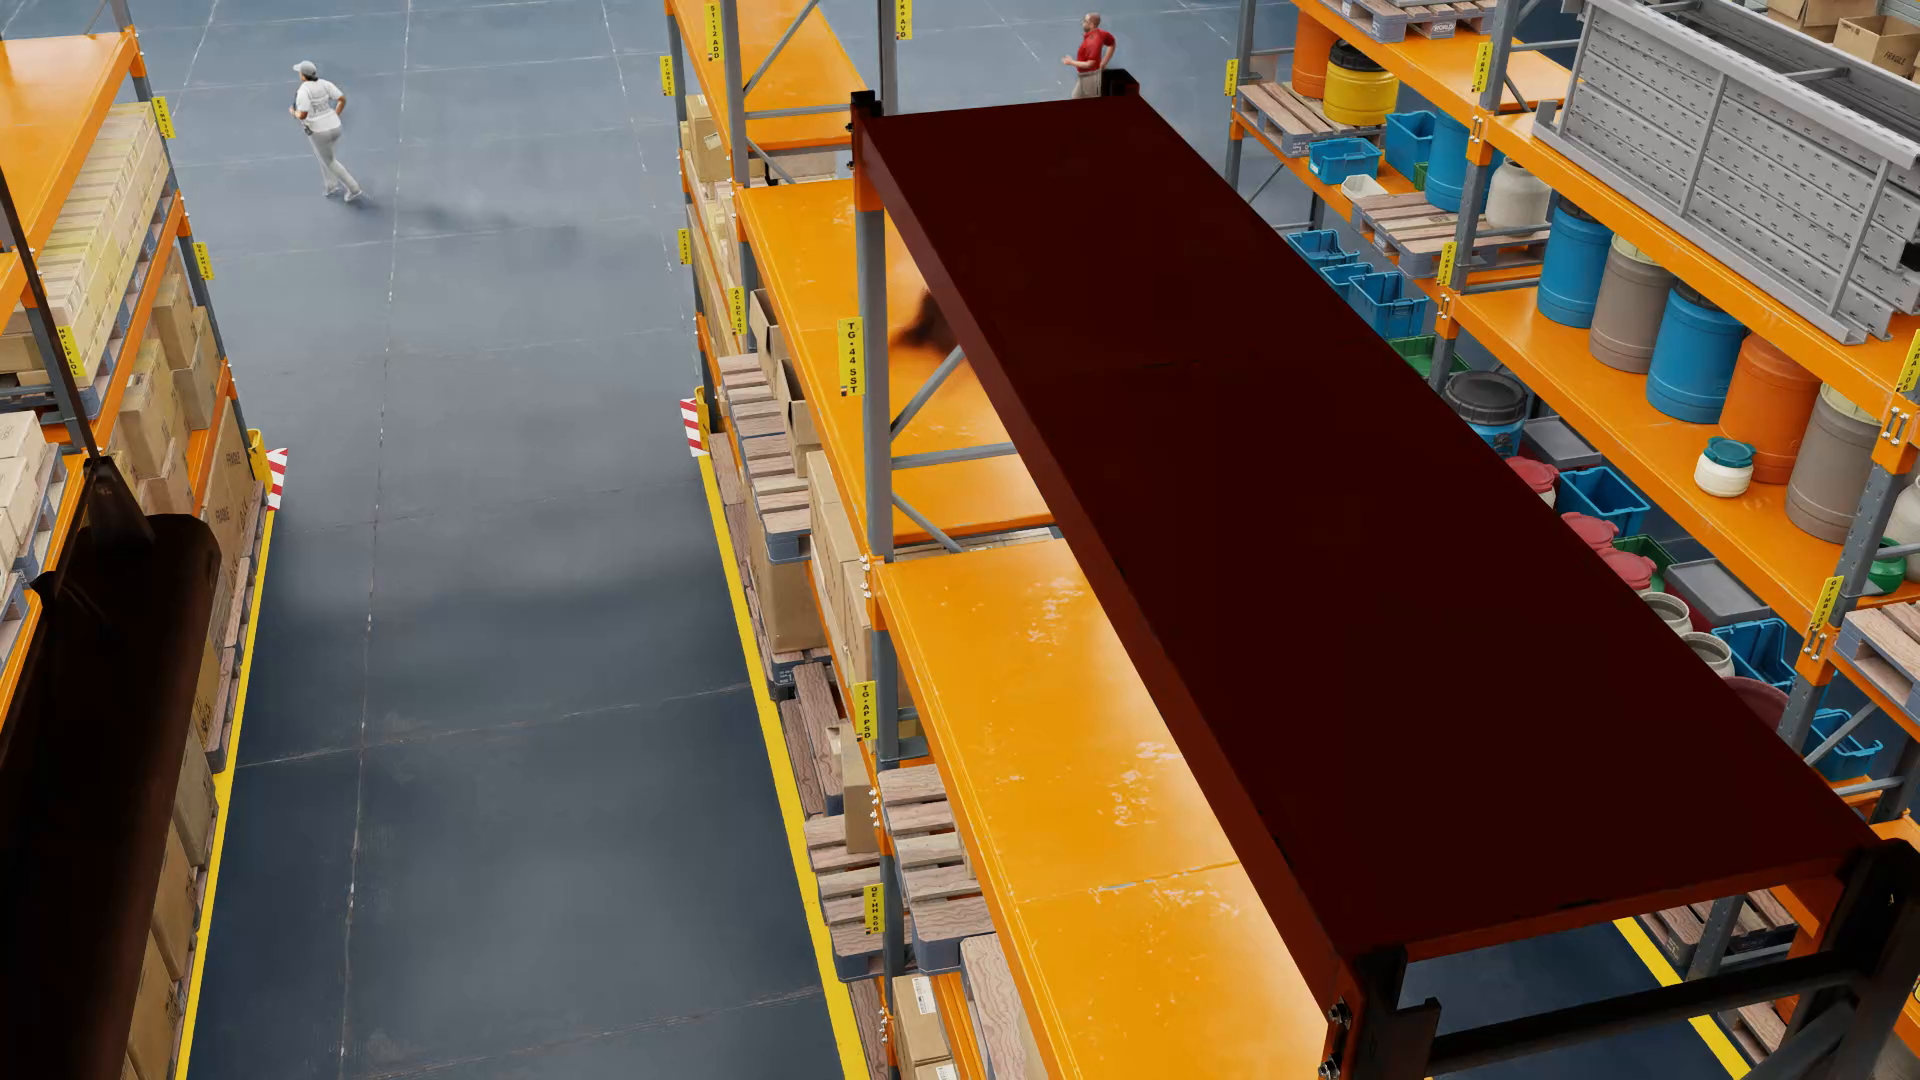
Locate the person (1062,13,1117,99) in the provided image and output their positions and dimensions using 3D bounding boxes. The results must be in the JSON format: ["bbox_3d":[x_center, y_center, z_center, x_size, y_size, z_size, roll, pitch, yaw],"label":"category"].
[{"bbox_3d":[1.676,-5.750,20.998,0.802,1.800,0.643,3,35,4],"label":"person"}]

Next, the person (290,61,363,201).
[{"bbox_3d":[-7.479,-4.767,19.598,0.739,1.709,0.596,12,36,17],"label":"person"}]
